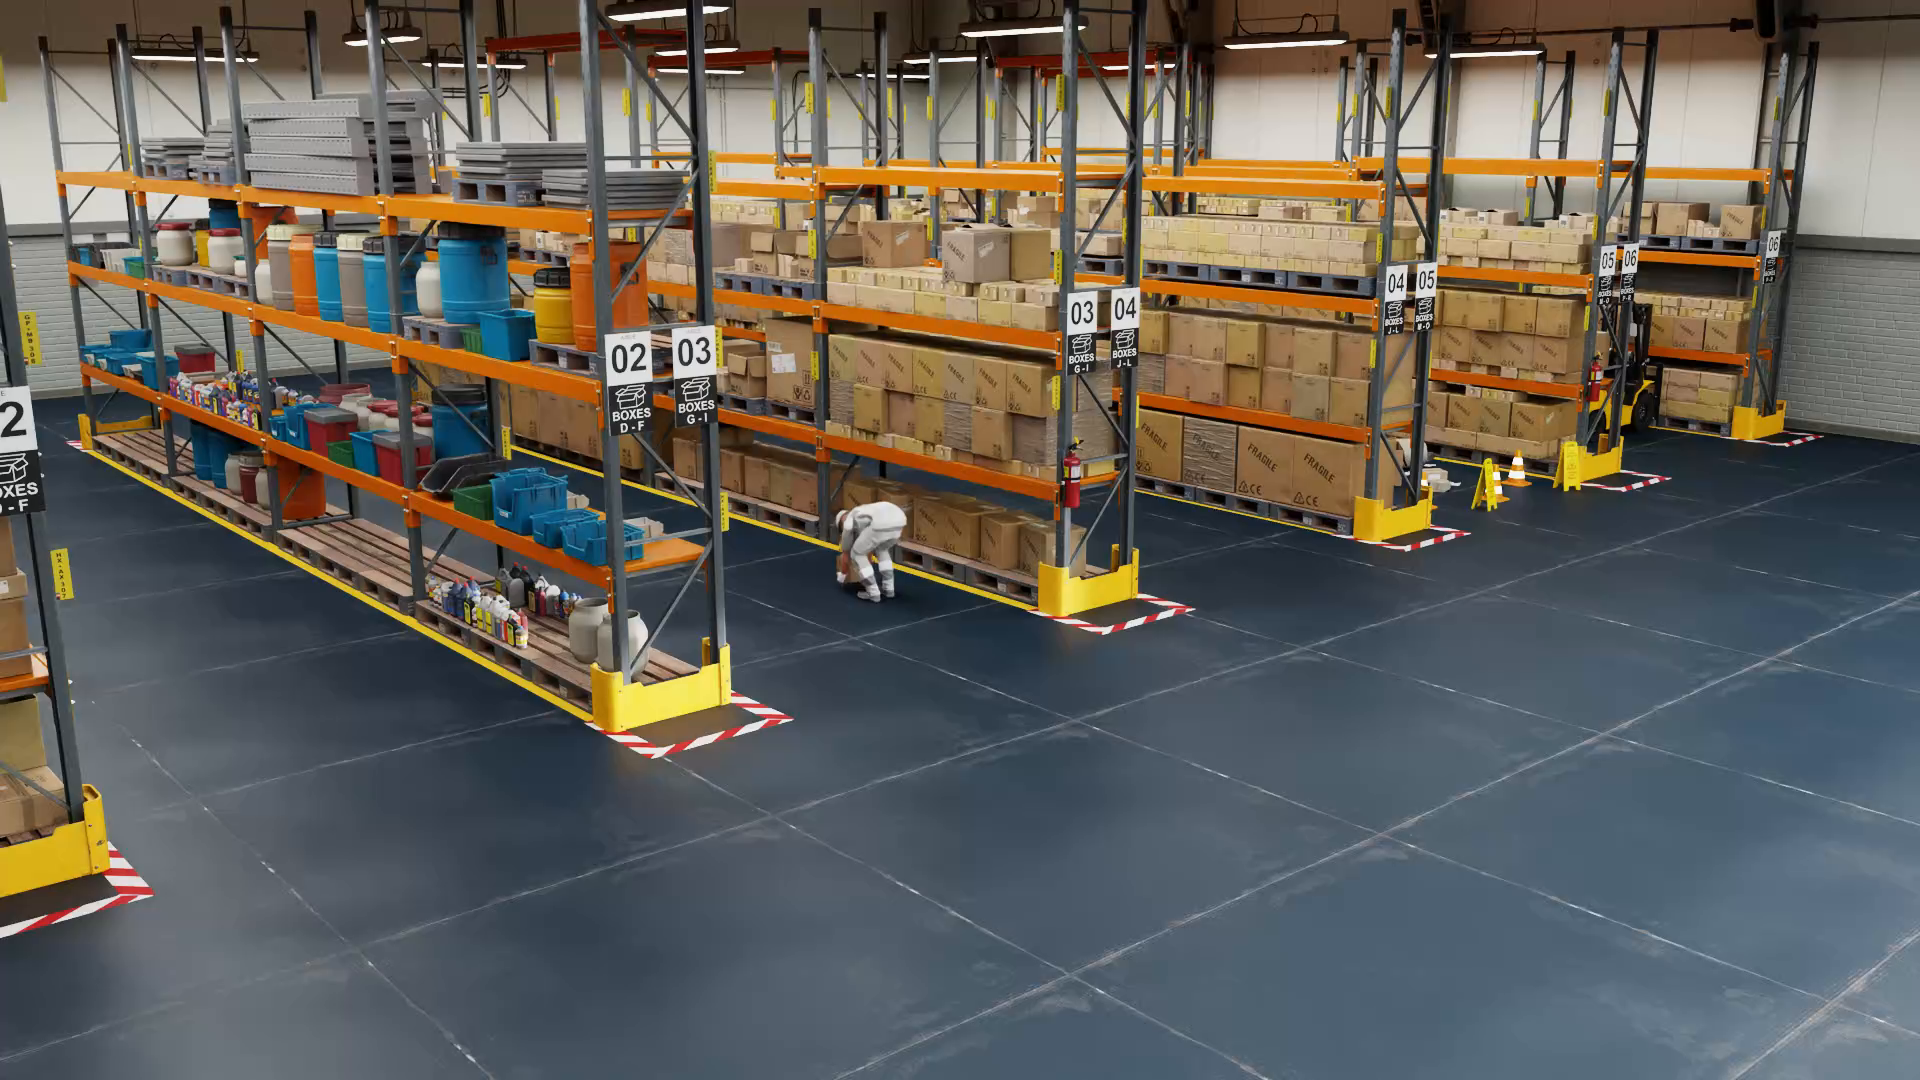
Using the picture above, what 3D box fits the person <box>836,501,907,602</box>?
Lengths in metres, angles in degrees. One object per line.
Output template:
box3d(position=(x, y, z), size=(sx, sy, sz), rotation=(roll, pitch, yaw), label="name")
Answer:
box3d(position=(-0.966, 0.073, 17.259), size=(0.522, 1.010, 0.952), rotation=(-13, 19, -42), label="person")
